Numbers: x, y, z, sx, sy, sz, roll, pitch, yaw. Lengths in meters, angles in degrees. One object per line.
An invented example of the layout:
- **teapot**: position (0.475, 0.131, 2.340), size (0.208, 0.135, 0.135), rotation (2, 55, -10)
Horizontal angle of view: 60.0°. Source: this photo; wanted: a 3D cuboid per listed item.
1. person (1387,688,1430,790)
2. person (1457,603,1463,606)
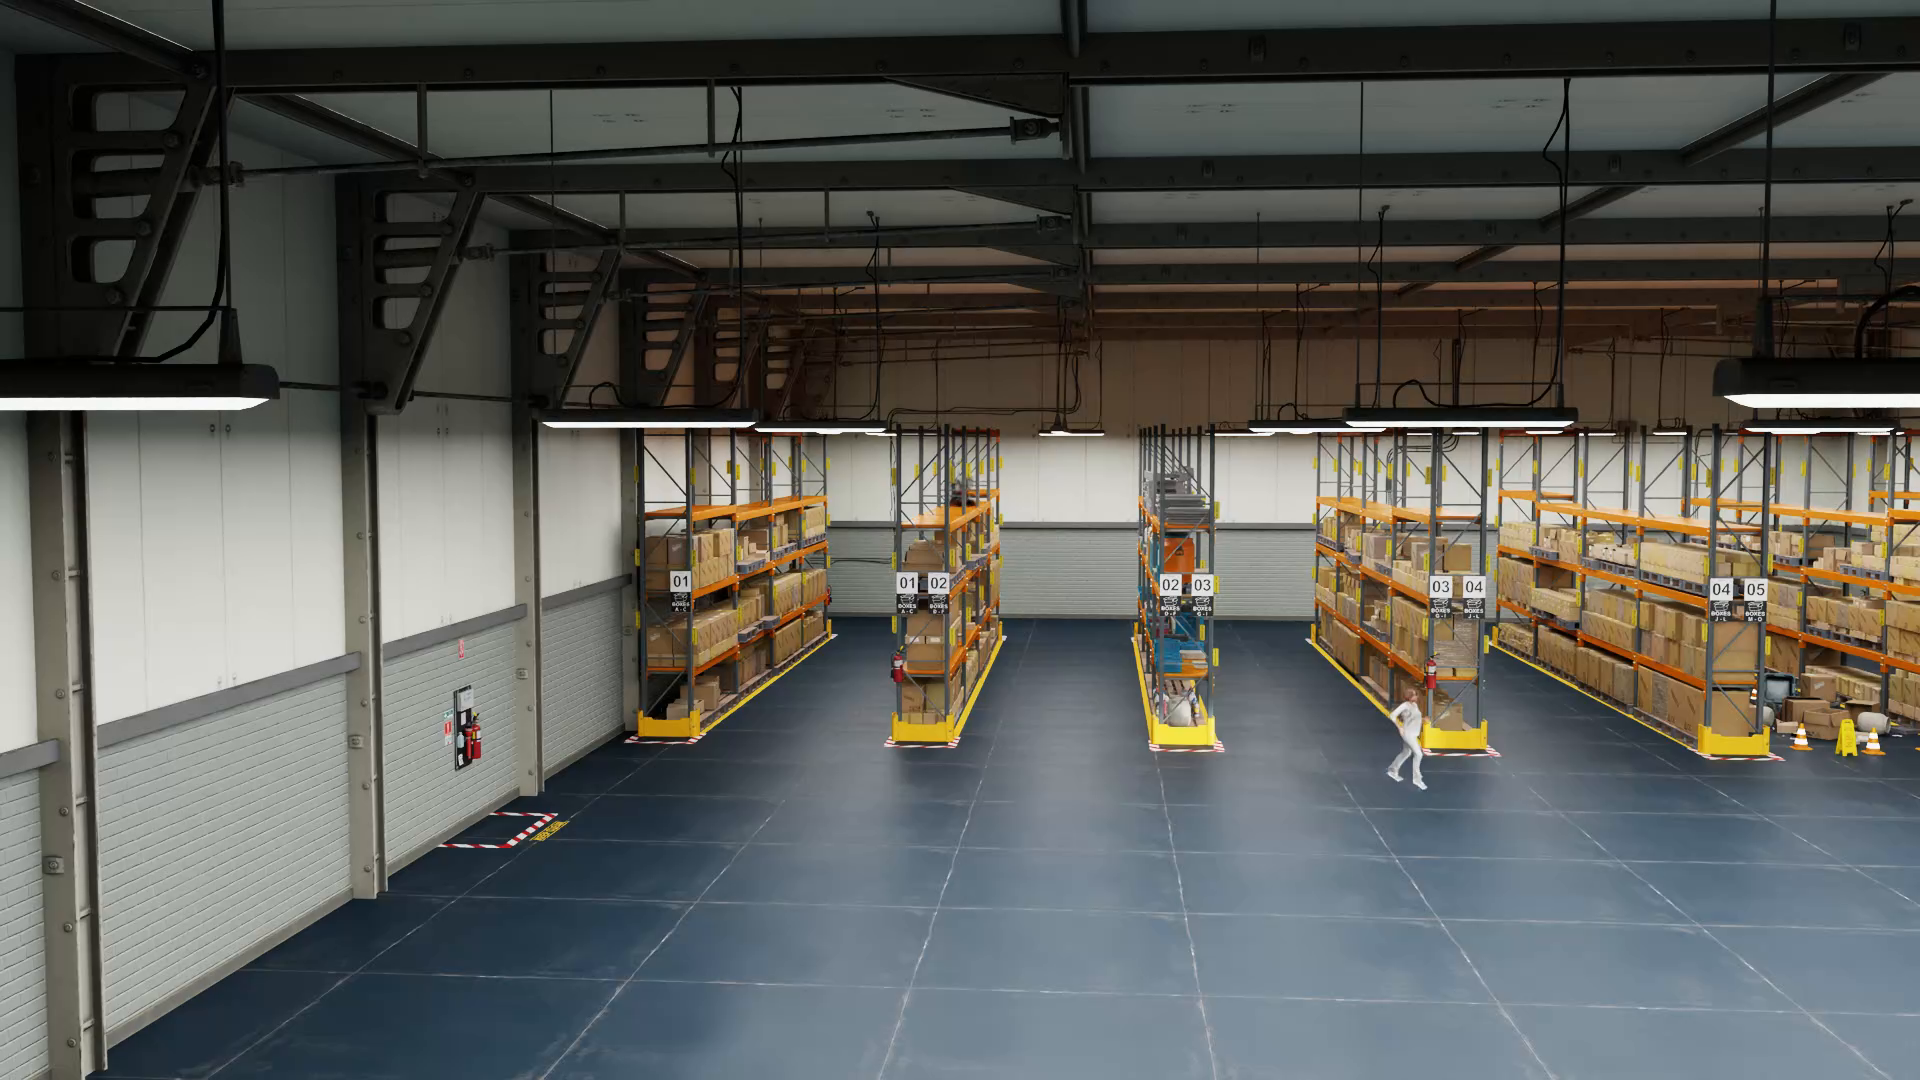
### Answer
- **person**: position (7.374, 3.252, 27.351), size (0.740, 1.619, 0.515), rotation (2, 4, 36)
- **person**: position (13.528, 2.165, 45.305), size (0.642, 1.620, 0.845), rotation (1, 4, 22)
